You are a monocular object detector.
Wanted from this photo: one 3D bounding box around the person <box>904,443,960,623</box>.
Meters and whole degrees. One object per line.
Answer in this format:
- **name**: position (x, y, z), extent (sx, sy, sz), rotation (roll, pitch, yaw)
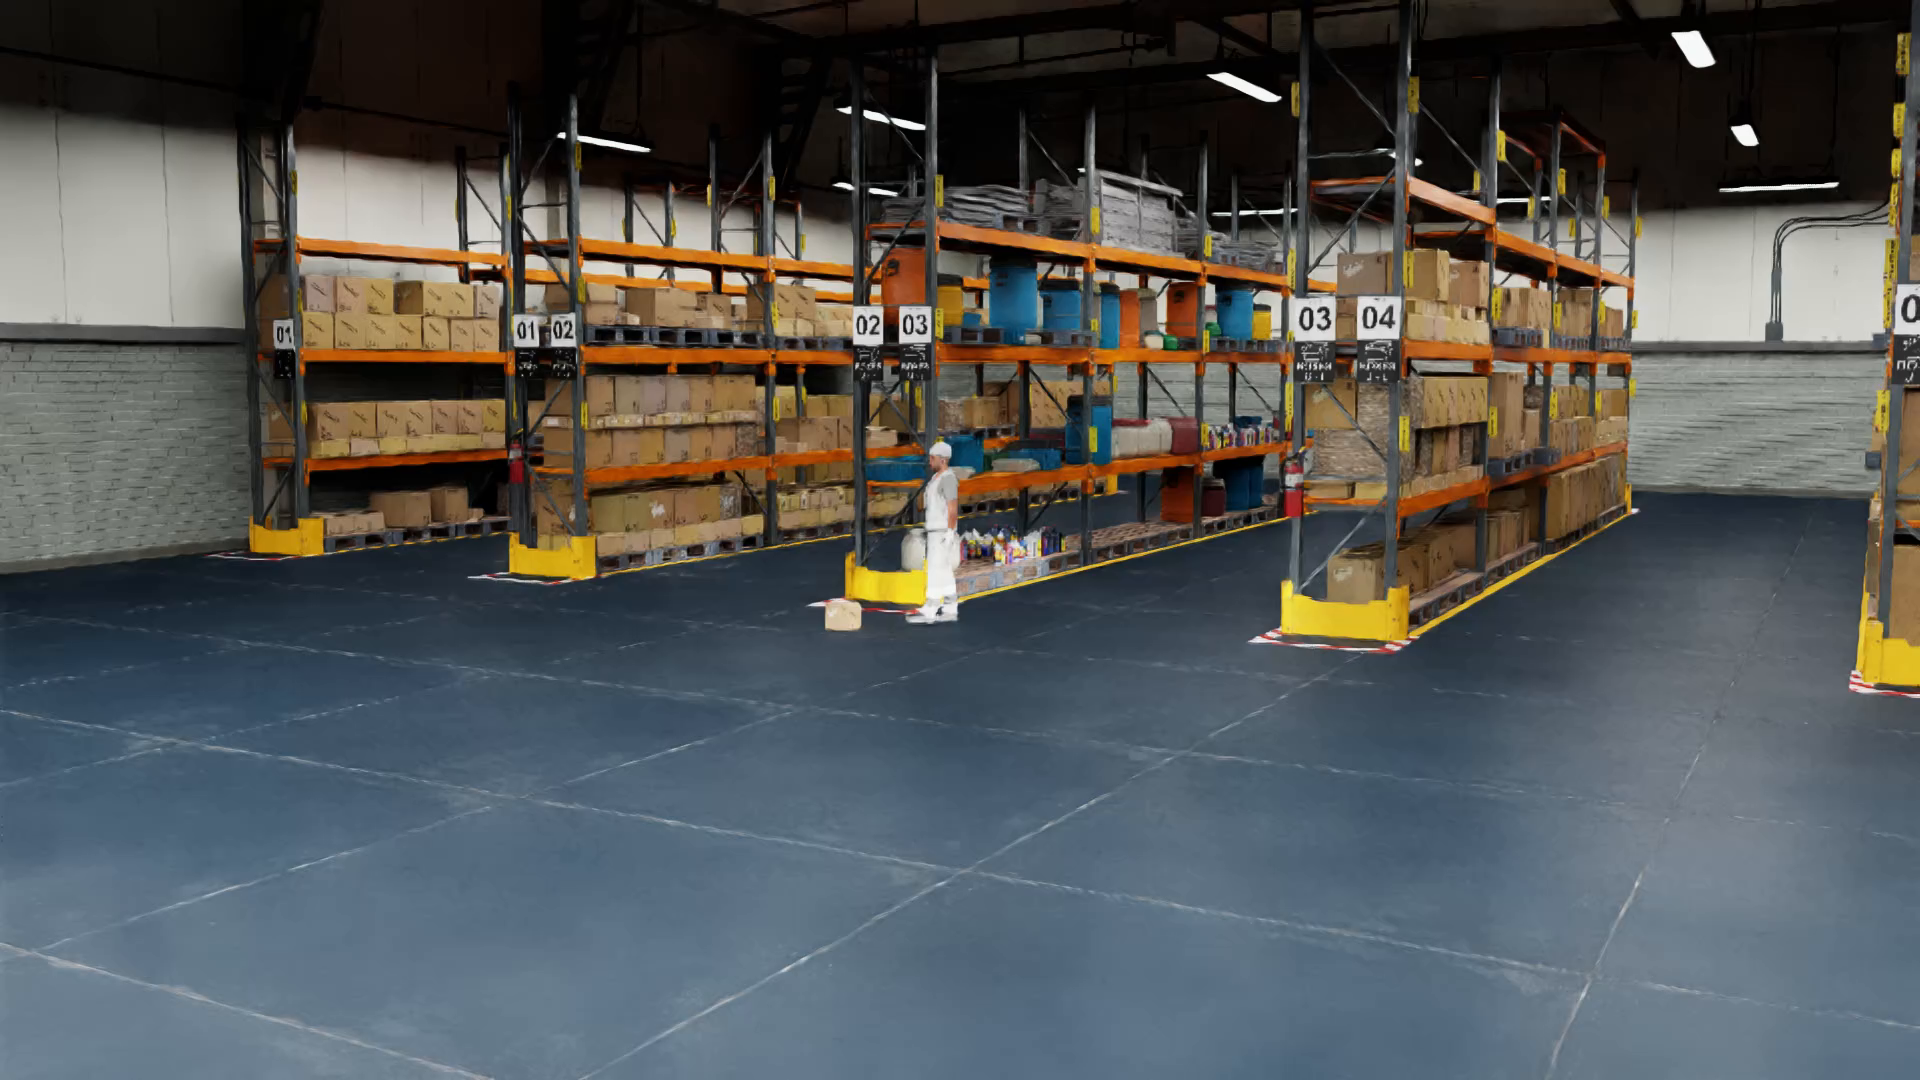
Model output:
- **person**: position (-0.296, -0.074, 16.541), extent (0.608, 1.785, 0.564), rotation (-2, 6, -15)
